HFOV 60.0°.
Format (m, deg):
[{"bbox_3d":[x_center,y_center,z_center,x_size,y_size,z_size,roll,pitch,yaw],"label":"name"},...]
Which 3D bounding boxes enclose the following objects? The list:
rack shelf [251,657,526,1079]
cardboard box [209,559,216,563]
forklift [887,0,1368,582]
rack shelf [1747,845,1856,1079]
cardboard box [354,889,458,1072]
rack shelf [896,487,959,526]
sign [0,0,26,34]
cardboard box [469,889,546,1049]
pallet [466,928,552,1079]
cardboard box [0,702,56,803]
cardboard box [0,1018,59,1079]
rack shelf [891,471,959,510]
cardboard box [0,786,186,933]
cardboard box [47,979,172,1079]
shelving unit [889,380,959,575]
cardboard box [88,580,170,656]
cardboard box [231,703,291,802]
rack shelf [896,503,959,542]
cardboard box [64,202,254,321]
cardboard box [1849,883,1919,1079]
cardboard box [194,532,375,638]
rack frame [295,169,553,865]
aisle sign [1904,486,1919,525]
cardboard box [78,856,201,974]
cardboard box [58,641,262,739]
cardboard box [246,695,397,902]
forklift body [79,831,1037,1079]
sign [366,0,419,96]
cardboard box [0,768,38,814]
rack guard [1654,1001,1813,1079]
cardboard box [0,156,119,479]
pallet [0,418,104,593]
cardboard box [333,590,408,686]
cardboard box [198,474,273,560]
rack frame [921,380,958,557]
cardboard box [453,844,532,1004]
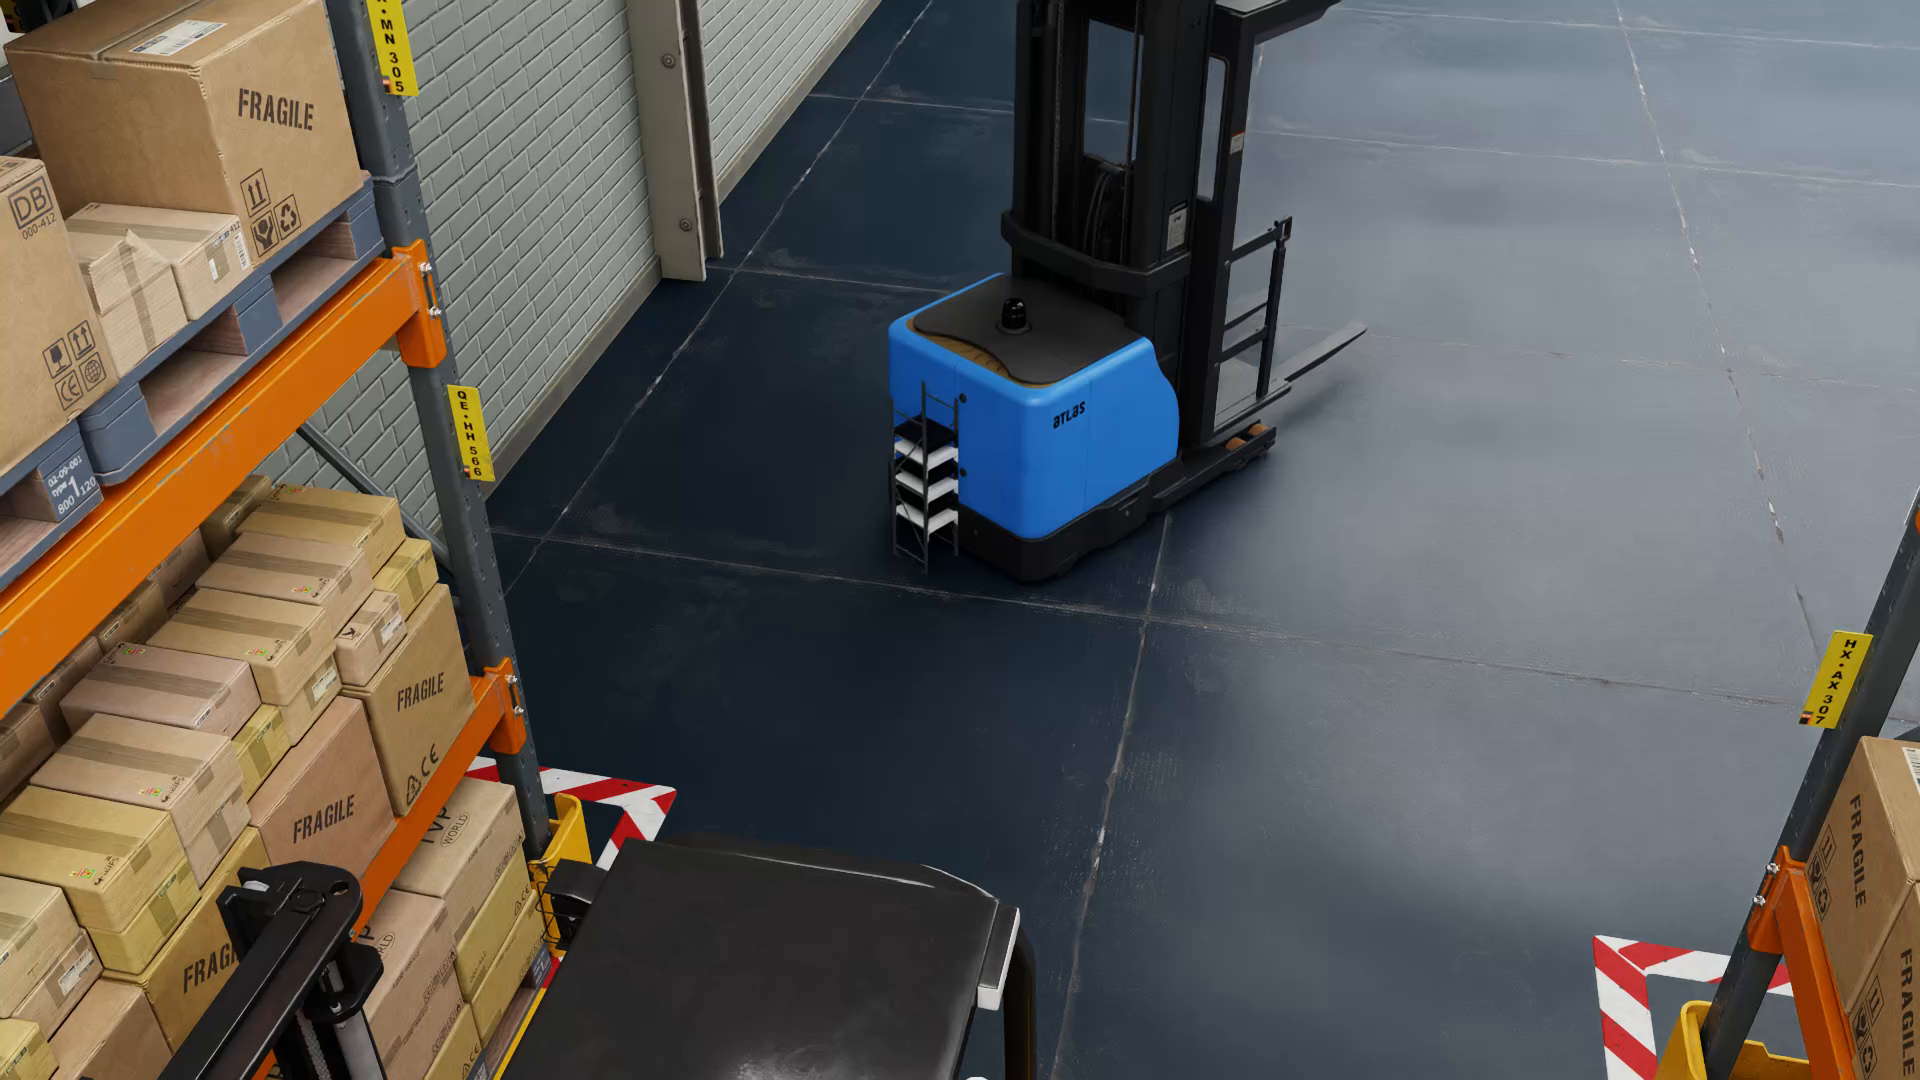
[{"bbox_3d":[-2.409,1.612,4.083,1.077,0.370,4.000,7,37,10],"label":"rack shelf"},{"bbox_3d":[-2.307,0.033,5.011,0.380,0.149,0.250,6,36,9],"label":"cardboard box"},{"bbox_3d":[1.040,-1.749,8.166,3.031,2.935,1.130,-30,46,-35],"label":"forklift"},{"bbox_3d":[2.441,2.232,3.228,1.077,0.370,4.000,7,37,10],"label":"rack shelf"},{"bbox_3d":[-1.878,1.309,5.021,0.500,0.250,0.500,8,37,11],"label":"cardboard box"},{"bbox_3d":[-0.167,-0.188,7.953,0.200,0.077,0.258,-30,46,-35],"label":"rack shelf"},{"bbox_3d":[-2.522,-1.500,4.395,0.100,0.325,0.005,7,37,10],"label":"sign"},{"bbox_3d":[-1.773,1.426,5.711,0.500,0.250,0.500,8,37,10],"label":"cardboard box"},{"bbox_3d":[-2.104,1.747,5.660,1.003,0.211,1.213,7,37,10],"label":"pallet"},{"bbox_3d":[-2.492,0.509,4.100,0.380,0.149,0.250,8,37,11],"label":"cardboard box"},{"bbox_3d":[-2.161,1.130,3.497,0.380,0.149,0.250,7,36,9],"label":"cardboard box"},{"bbox_3d":[-0.167,-0.261,7.900,0.200,0.077,0.258,-30,46,-35],"label":"rack shelf"},{"bbox_3d":[-2.027,0.726,3.800,0.380,0.149,0.250,8,37,11],"label":"cardboard box"},{"bbox_3d":[-2.156,1.328,3.776,0.500,0.500,0.500,8,37,10],"label":"cardboard box"},{"bbox_3d":[-0.167,-0.288,7.881,0.210,0.900,0.258,-30,46,-35],"label":"shelving unit"},{"bbox_3d":[-2.393,0.215,4.506,0.380,0.149,0.250,8,37,11],"label":"cardboard box"},{"bbox_3d":[-1.987,0.537,4.316,0.380,0.149,0.250,7,37,10],"label":"cardboard box"},{"bbox_3d":[-0.167,-0.115,8.006,0.200,0.077,0.258,-30,46,-35],"label":"rack shelf"},{"bbox_3d":[-1.862,-0.636,3.787,0.380,0.149,0.250,6,36,9],"label":"cardboard box"},{"bbox_3d":[2.389,1.167,3.745,0.500,0.500,0.500,8,37,11],"label":"cardboard box"},{"bbox_3d":[-1.874,0.127,4.627,0.380,0.149,0.250,7,37,10],"label":"cardboard box"},{"bbox_3d":[-1.981,0.174,5.454,1.000,3.000,0.127,7,37,10],"label":"rack frame"},{"bbox_3d":[2.579,-0.333,3.938,0.394,0.787,0.004,7,37,10],"label":"aisle sign"},{"bbox_3d":[-2.032,0.843,3.893,0.380,0.149,0.250,8,37,10],"label":"cardboard box"},{"bbox_3d":[-2.030,0.414,4.231,0.380,0.149,0.250,8,37,10],"label":"cardboard box"},{"bbox_3d":[-1.950,0.745,4.581,0.500,0.500,0.500,8,37,11],"label":"cardboard box"},{"bbox_3d":[-0.604,1.833,3.888,2.313,2.155,1.214,7,37,10],"label":"forklift body"},{"bbox_3d":[-1.454,-1.291,4.232,0.100,0.325,0.005,7,37,10],"label":"sign"},{"bbox_3d":[-2.597,0.607,4.219,0.380,0.149,0.250,8,37,10],"label":"cardboard box"},{"bbox_3d":[2.852,1.850,5.272,1.175,0.500,0.348,7,37,10],"label":"rack guard"},{"bbox_3d":[-2.154,-0.433,3.207,0.700,0.500,0.500,8,37,10],"label":"cardboard box"},{"bbox_3d":[-2.416,0.099,3.077,1.003,0.211,1.213,7,37,10],"label":"pallet"},{"bbox_3d":[-1.807,0.255,4.704,0.380,0.149,0.250,8,37,11],"label":"cardboard box"},{"bbox_3d":[-2.262,-0.084,4.918,0.380,0.149,0.250,7,36,9],"label":"cardboard box"},{"bbox_3d":[-0.095,-0.330,7.939,0.006,0.900,0.240,-30,46,-35],"label":"rack frame"},{"bbox_3d":[-1.780,1.233,5.552,0.500,0.250,0.500,7,36,9],"label":"cardboard box"}]
